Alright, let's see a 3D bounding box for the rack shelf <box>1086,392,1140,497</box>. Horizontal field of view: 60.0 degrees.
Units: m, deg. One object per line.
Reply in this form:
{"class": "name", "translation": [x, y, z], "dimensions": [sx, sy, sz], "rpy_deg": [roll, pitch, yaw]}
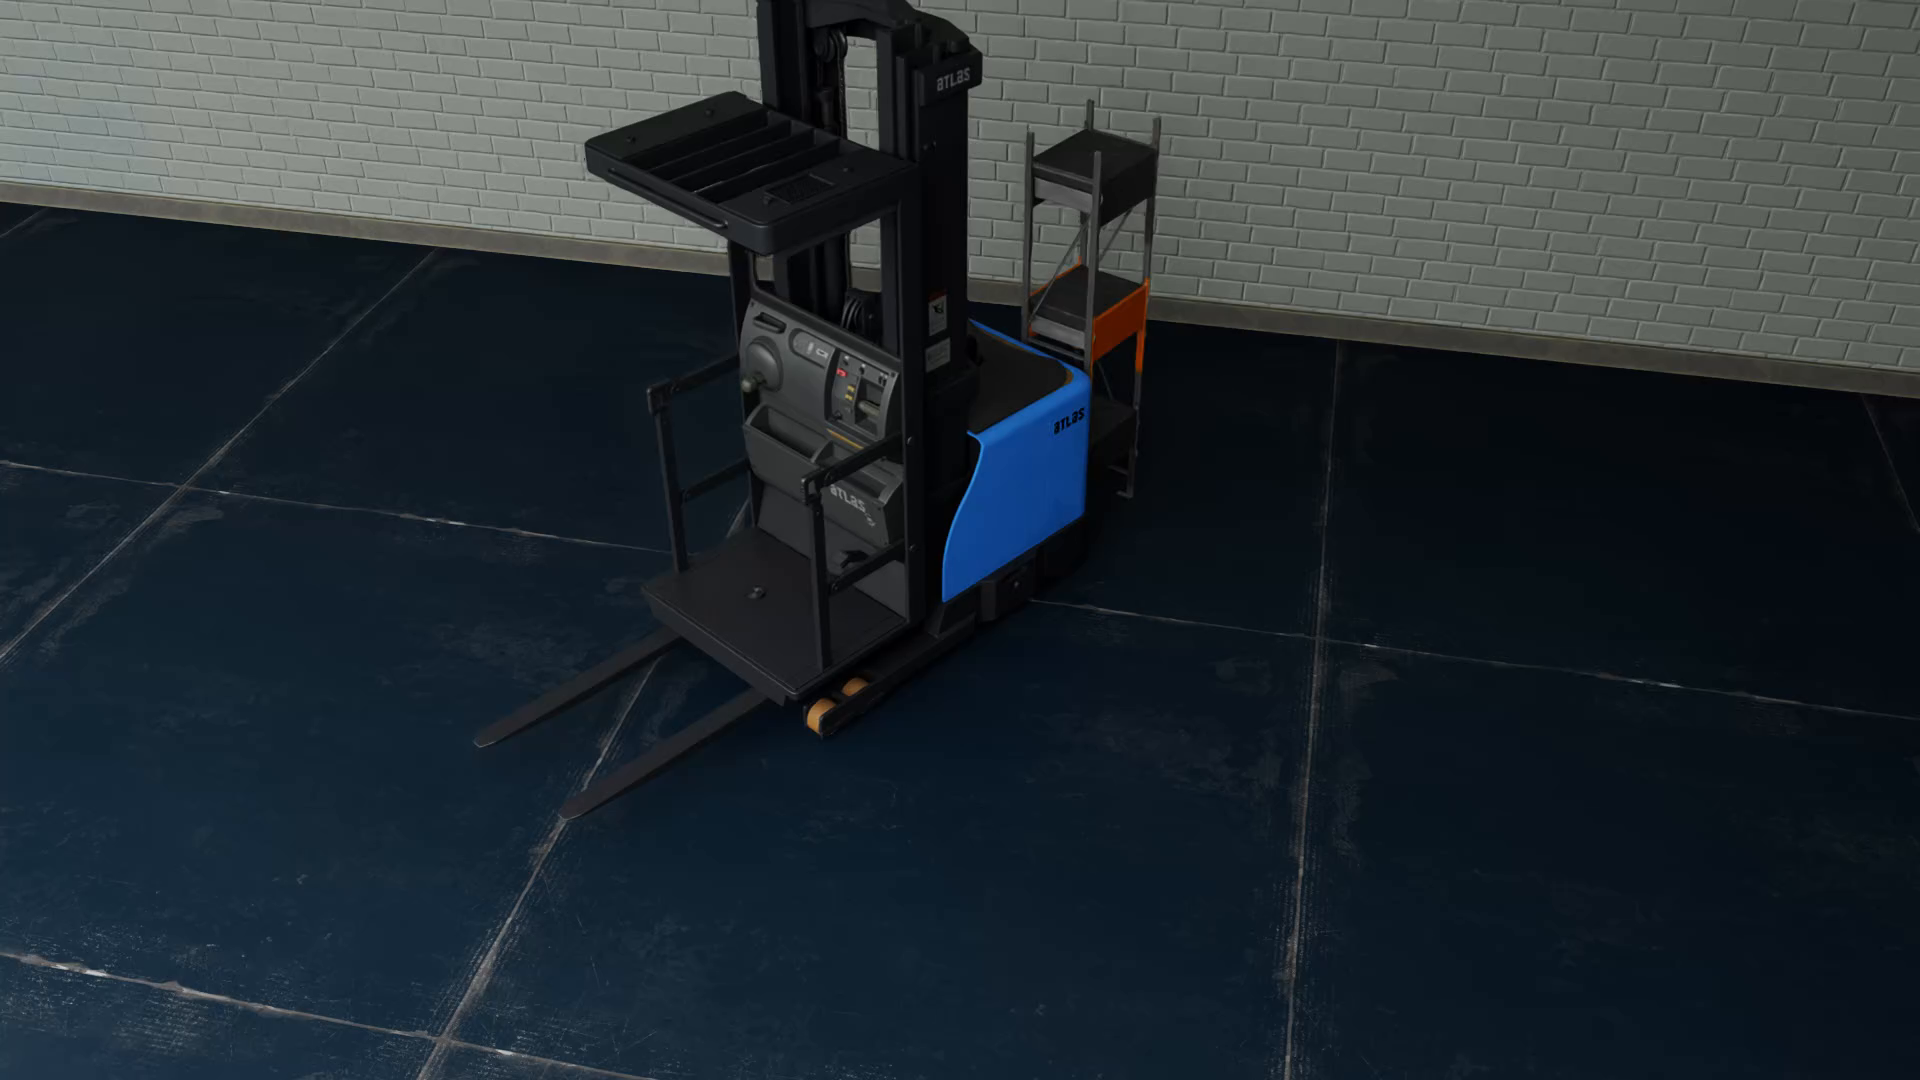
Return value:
{"class": "rack shelf", "translation": [0.609, -0.451, 8.569], "dimensions": [0.431, 0.518, 0.480], "rpy_deg": [24, 42, 29]}

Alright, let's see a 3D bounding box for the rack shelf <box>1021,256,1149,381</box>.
{"class": "rack shelf", "translation": [0.609, -1.018, 8.158], "dimensions": [0.431, 0.518, 0.480], "rpy_deg": [24, 42, 29]}

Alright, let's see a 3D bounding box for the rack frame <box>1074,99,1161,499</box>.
{"class": "rack frame", "translation": [0.757, -1.143, 8.307], "dimensions": [0.400, 2.100, 0.015], "rpy_deg": [24, 42, 29]}

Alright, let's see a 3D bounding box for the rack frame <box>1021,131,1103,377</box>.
{"class": "rack frame", "translation": [0.461, -0.915, 7.993], "dimensions": [0.400, 2.100, 0.015], "rpy_deg": [24, 42, 29]}

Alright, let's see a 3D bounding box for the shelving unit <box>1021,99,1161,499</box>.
{"class": "shelving unit", "translation": [0.609, -1.029, 8.150], "dimensions": [0.431, 2.100, 0.503], "rpy_deg": [24, 42, 29]}

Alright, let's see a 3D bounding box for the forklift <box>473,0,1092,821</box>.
{"class": "forklift", "translation": [-0.753, -0.665, 6.940], "dimensions": [1.130, 2.935, 3.031], "rpy_deg": [30, 45, 34]}

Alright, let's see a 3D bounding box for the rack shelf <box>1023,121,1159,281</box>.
{"class": "rack shelf", "translation": [0.609, -1.584, 7.747], "dimensions": [0.431, 0.518, 0.480], "rpy_deg": [24, 42, 29]}
